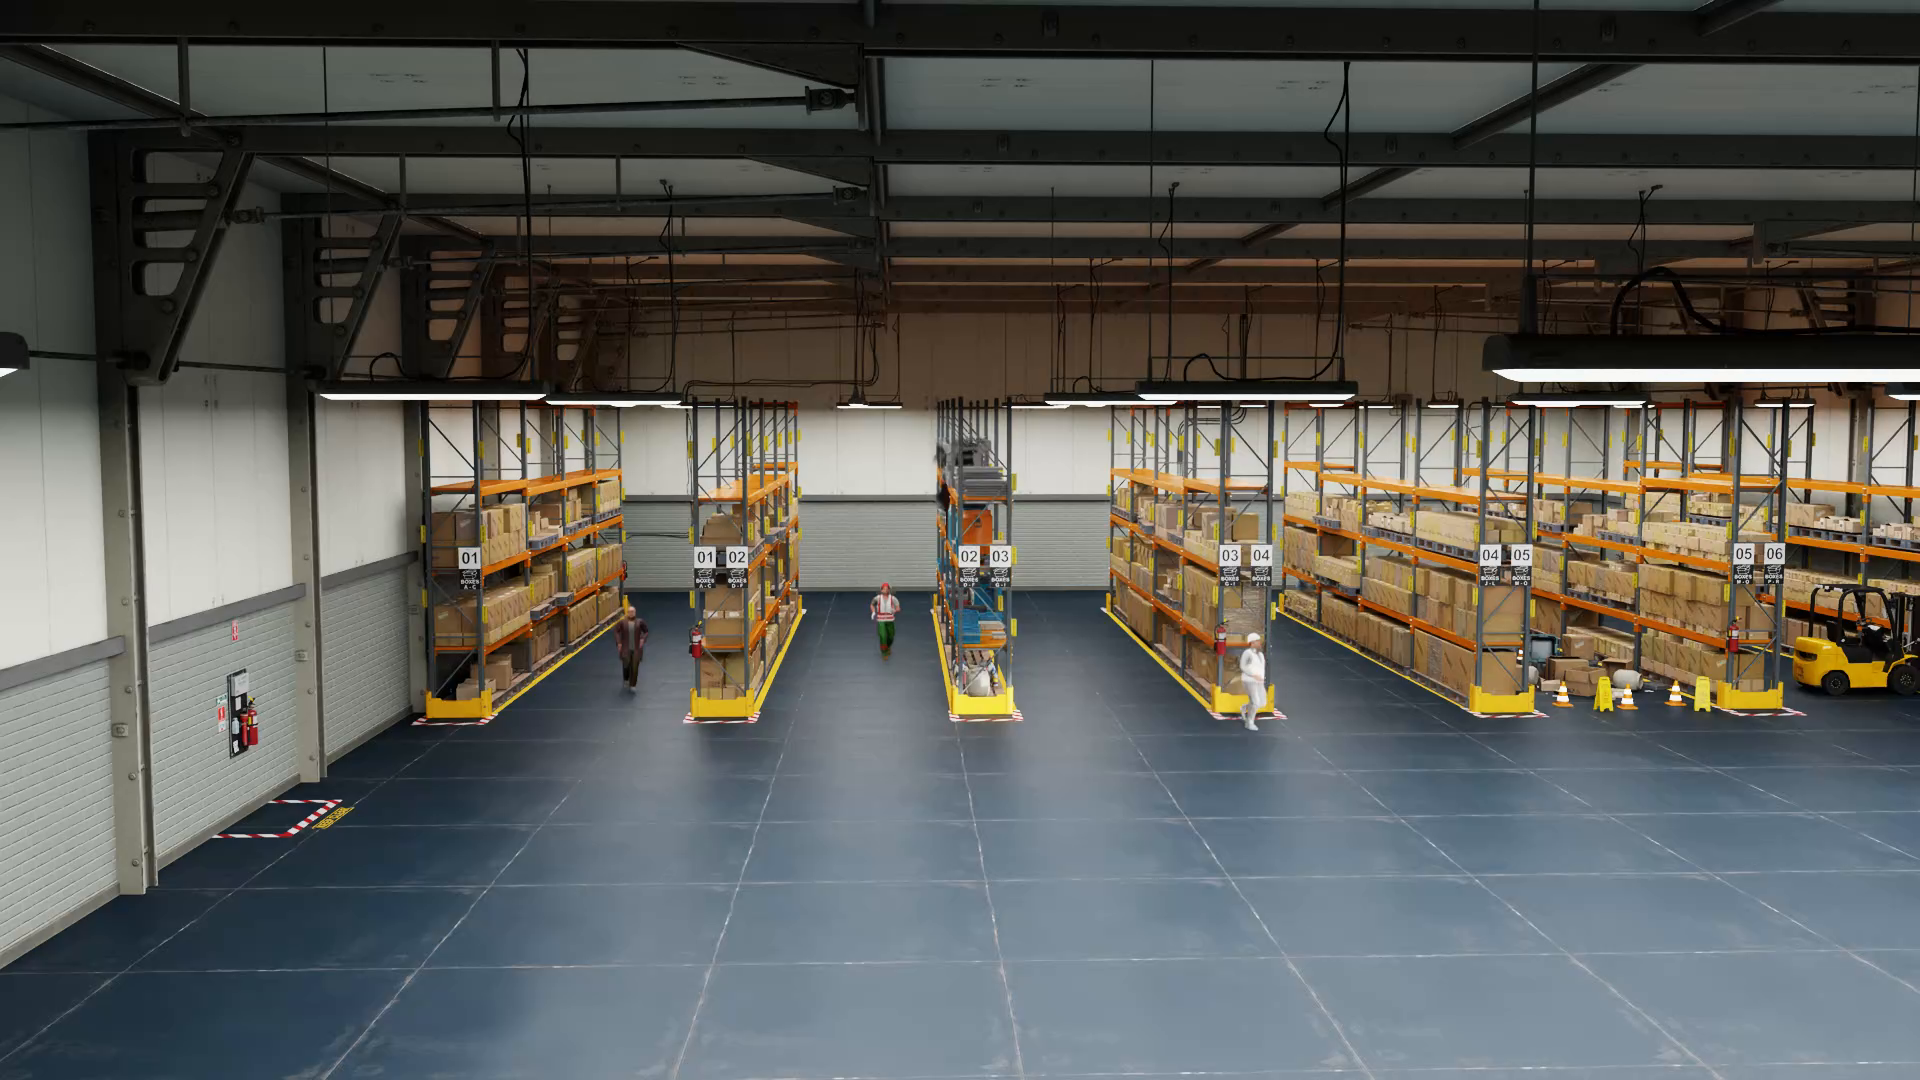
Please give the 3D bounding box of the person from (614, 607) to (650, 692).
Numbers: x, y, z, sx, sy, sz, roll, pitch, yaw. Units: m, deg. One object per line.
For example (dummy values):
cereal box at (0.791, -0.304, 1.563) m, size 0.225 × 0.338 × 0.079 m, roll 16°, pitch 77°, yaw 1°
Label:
person at (-6.689, 2.231, 33.942) m, size 0.722 × 1.746 × 0.628 m, roll -1°, pitch 5°, yaw -12°

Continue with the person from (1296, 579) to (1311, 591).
person at (10.101, 1.069, 48.827) m, size 0.830 × 1.824 × 0.681 m, roll 0°, pitch 4°, yaw -5°

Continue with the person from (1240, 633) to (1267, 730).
person at (5.304, 2.552, 30.097) m, size 0.609 × 1.746 × 0.703 m, roll 4°, pitch 6°, yaw 43°

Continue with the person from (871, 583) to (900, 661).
person at (-1.712, 1.869, 38.303) m, size 0.667 × 1.768 × 0.963 m, roll -1°, pitch 4°, yaw -7°
